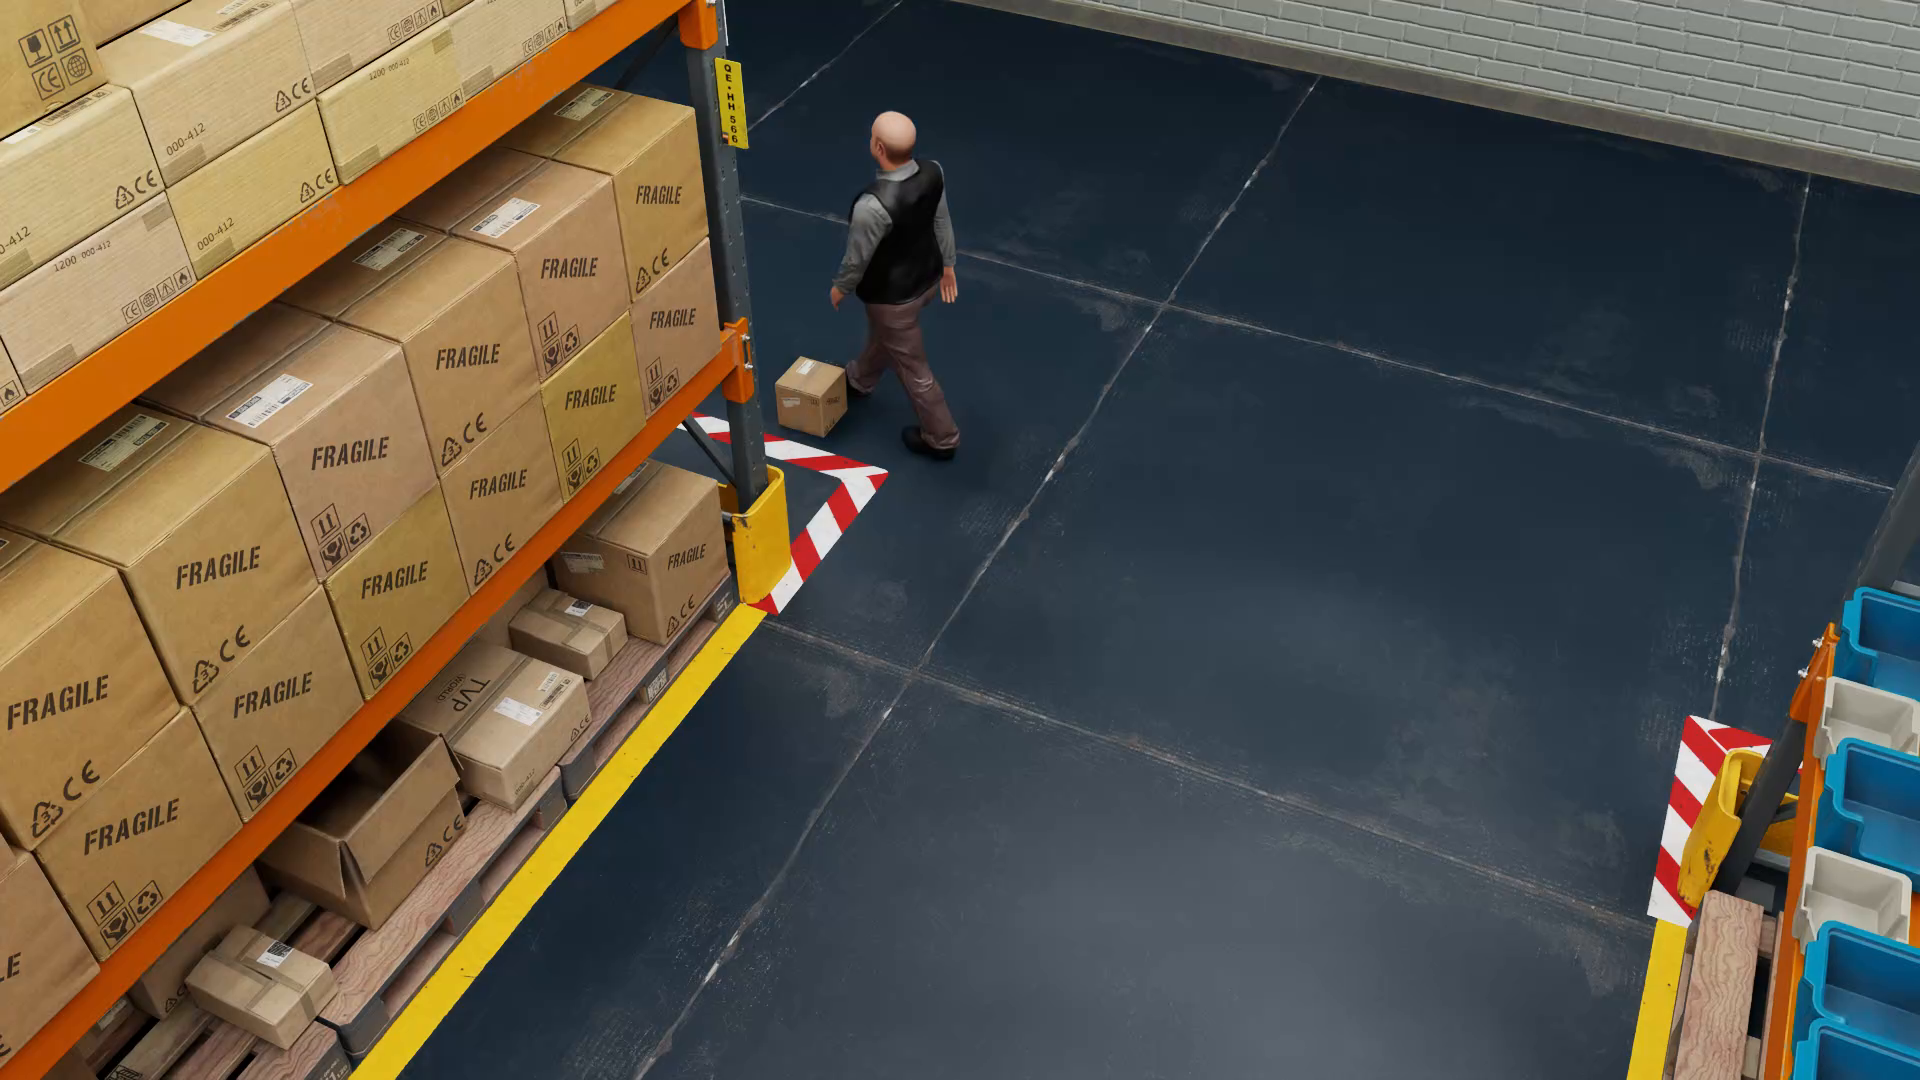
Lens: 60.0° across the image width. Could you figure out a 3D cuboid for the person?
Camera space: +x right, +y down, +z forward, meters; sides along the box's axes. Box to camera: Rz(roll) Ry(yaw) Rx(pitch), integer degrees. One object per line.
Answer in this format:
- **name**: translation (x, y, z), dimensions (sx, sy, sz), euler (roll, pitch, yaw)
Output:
- **person**: translation (-0.391, -1.171, 7.469), dimensions (0.901, 1.692, 0.551), euler (23, 46, 23)
